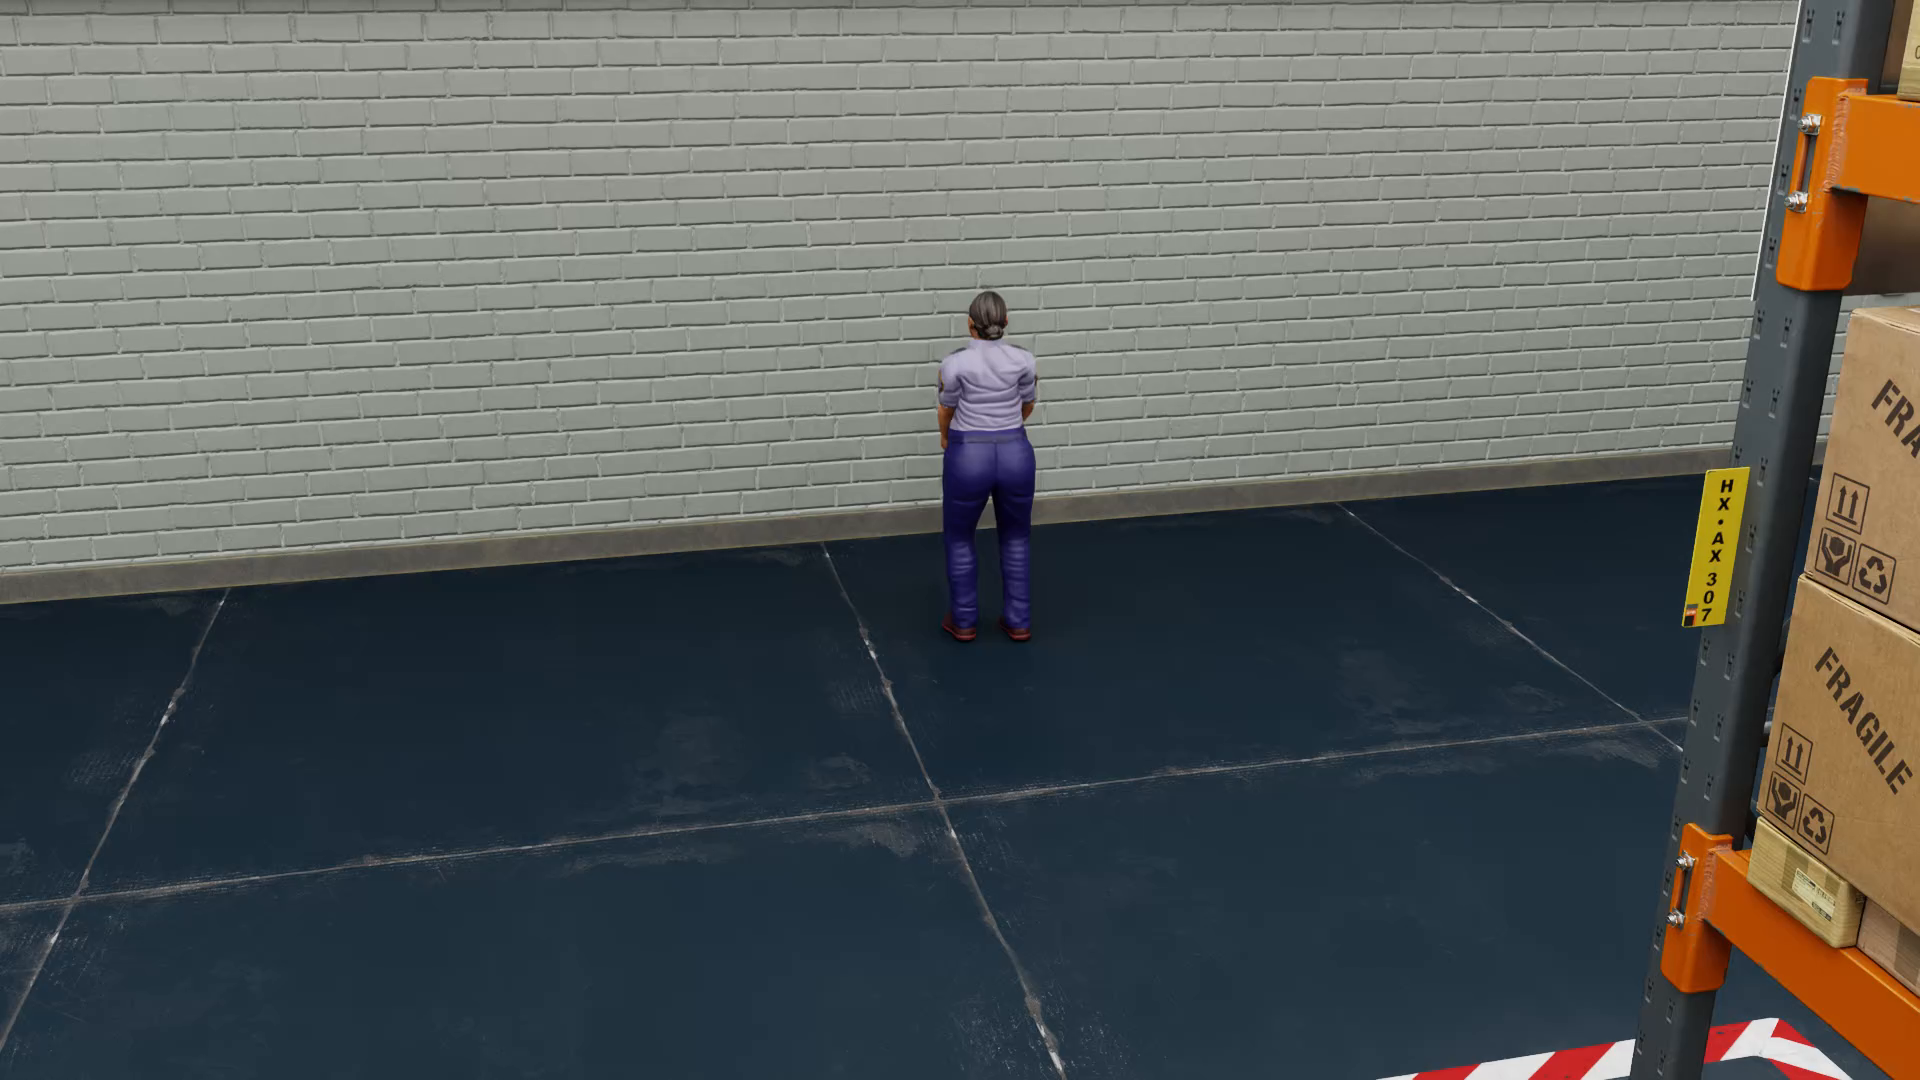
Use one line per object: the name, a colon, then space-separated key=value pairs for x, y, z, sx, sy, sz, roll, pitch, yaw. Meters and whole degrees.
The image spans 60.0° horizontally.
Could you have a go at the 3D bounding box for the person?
person: x=0.105 y=-0.346 z=7.572 sx=0.451 sy=1.641 sz=0.521 roll=-4 pitch=20 yaw=-12
